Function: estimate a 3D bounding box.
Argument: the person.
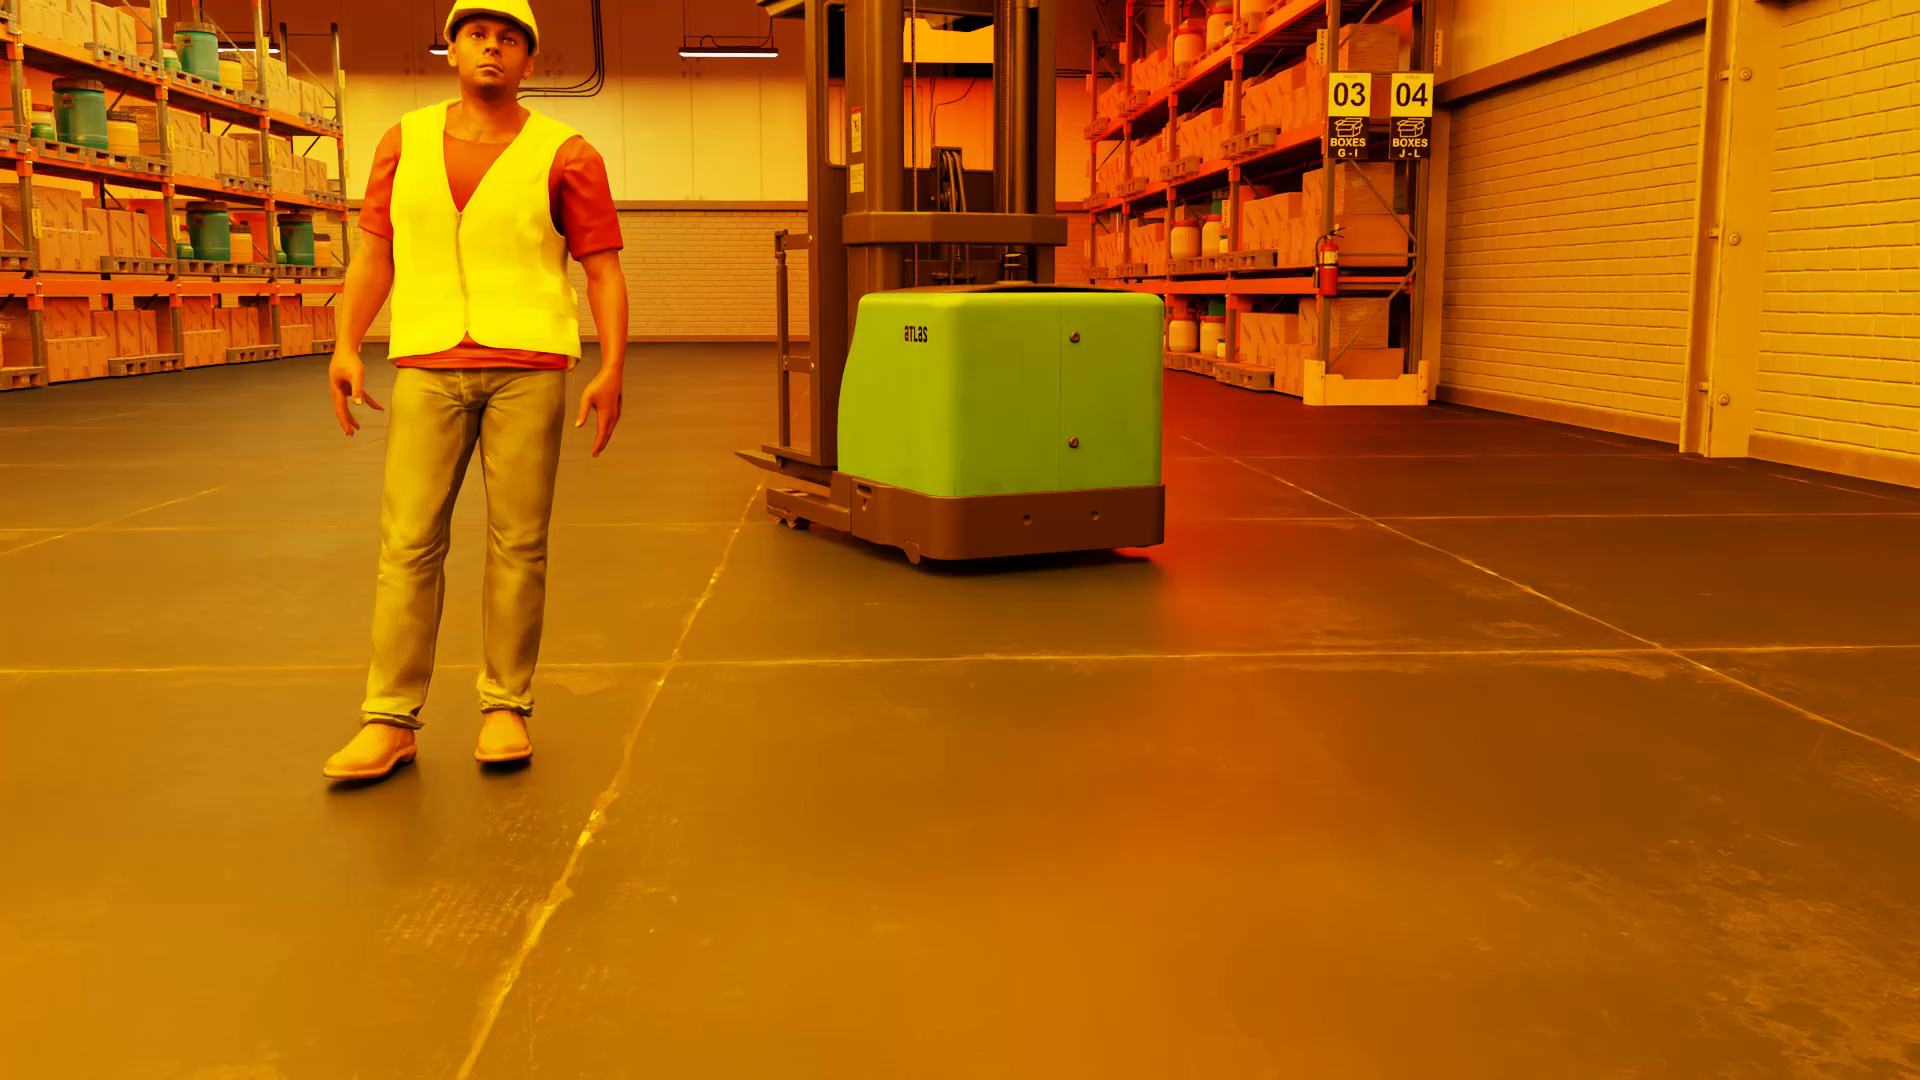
[{"bbox_3d":[-1.100,-0.375,3.771,0.665,1.765,0.577,0,8,-3],"label":"person"}]

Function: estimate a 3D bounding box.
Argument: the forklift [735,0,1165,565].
[{"bbox_3d":[-0.264,-1.530,7.637,1.130,2.935,3.031,-4,9,-25],"label":"forklift"}]
